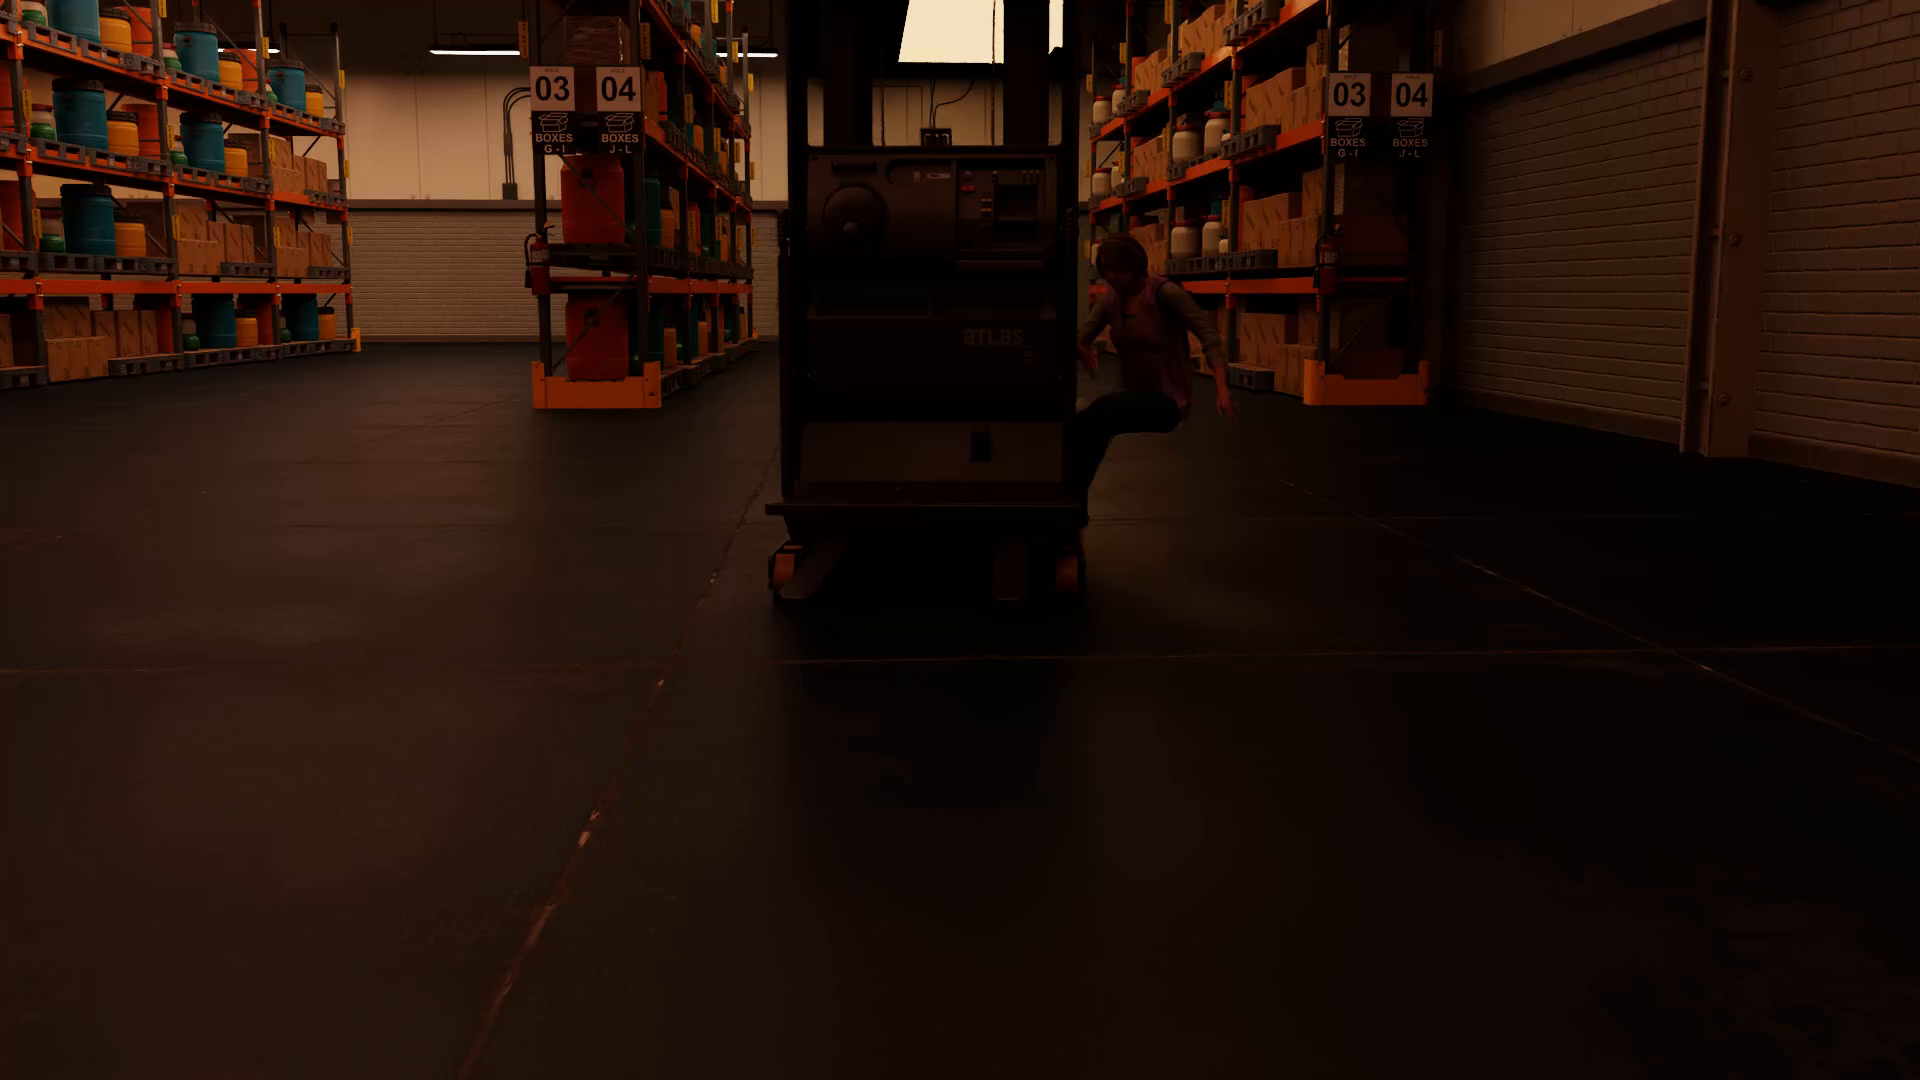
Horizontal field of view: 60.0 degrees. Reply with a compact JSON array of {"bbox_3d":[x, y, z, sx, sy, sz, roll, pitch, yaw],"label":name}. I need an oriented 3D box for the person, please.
[{"bbox_3d":[0.642,-0.572,6.849,0.823,1.369,0.778,-8,12,-43],"label":"person"}]

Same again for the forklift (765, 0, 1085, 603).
[{"bbox_3d":[-0.108,-1.285,5.984,1.130,2.935,3.031,0,8,2],"label":"forklift"}]
